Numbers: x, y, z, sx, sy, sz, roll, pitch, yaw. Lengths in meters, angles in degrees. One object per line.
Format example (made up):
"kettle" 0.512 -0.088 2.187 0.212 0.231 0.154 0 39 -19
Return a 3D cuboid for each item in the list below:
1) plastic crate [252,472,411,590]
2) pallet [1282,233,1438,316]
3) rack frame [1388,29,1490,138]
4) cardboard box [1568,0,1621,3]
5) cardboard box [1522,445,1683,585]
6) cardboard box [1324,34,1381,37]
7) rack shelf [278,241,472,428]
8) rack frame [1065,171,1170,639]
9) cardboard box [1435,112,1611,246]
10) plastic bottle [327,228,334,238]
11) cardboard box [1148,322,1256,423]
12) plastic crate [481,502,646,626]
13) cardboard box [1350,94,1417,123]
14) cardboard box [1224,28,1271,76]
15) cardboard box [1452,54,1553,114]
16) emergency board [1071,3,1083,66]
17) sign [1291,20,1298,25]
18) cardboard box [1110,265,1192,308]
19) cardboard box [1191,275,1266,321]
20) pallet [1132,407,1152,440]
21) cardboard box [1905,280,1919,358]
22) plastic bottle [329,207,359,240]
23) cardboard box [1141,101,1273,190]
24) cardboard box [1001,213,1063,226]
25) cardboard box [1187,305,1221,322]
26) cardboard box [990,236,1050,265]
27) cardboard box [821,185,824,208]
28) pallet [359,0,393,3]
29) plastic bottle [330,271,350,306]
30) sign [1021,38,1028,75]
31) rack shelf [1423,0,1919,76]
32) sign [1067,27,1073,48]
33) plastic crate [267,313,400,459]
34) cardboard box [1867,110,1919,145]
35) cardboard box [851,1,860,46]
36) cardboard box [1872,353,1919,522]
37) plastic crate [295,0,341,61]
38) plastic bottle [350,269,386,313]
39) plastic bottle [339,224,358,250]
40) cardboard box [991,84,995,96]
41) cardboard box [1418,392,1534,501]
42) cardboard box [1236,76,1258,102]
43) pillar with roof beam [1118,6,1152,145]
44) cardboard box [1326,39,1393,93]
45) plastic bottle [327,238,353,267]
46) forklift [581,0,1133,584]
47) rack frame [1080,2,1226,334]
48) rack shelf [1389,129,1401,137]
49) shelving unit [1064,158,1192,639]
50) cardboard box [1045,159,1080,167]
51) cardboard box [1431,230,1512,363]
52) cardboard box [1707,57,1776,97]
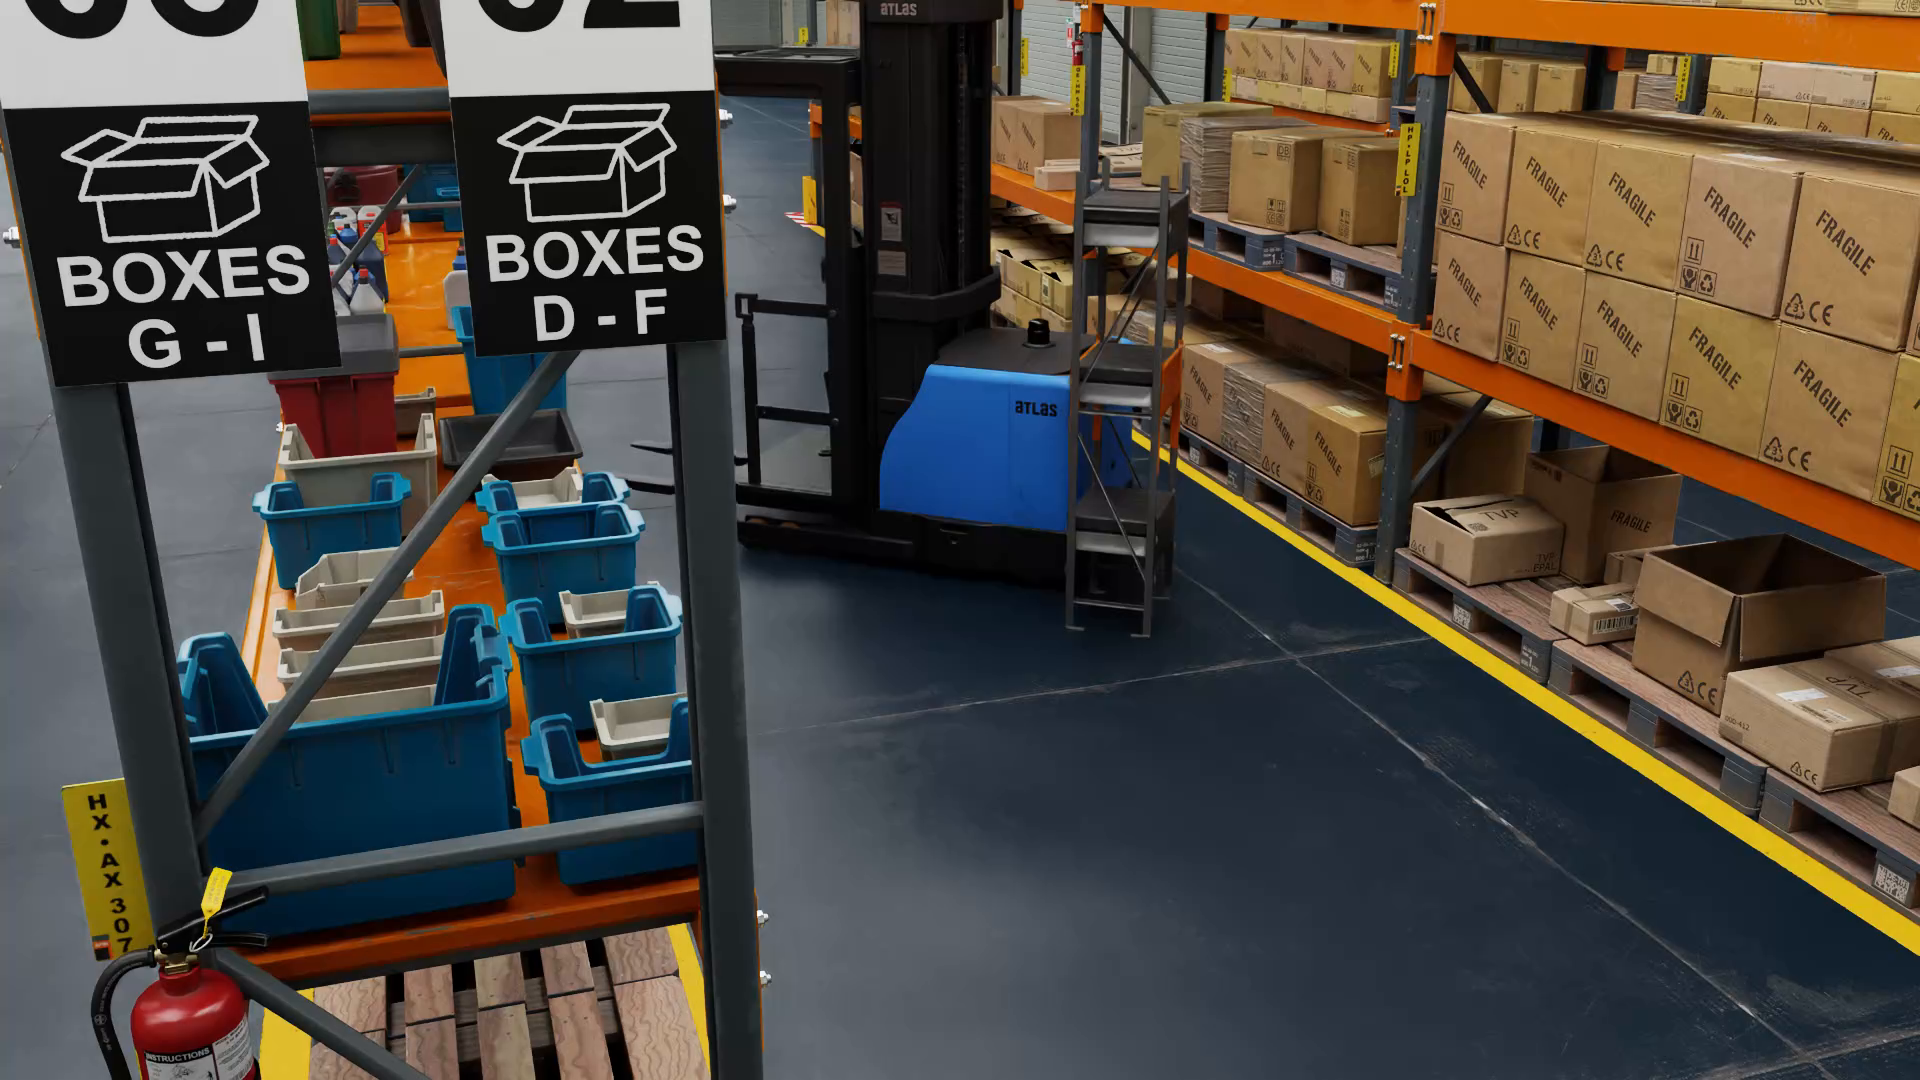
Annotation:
"plastic crate" -1.761 -0.025 4.709 0.416 0.233 0.300 -6 21 -17
"pallet" 2.427 -1.431 8.746 1.003 0.211 1.213 -6 21 -17
"rack frame" 4.761 -4.348 16.583 1.000 3.000 0.127 -6 21 -17
"cardboard box" 2.645 -2.251 6.530 0.500 0.250 0.500 -6 21 -17
"cardboard box" 3.022 -0.131 7.890 0.500 0.500 0.500 -6 21 -17
"cardboard box" 4.327 -5.305 18.331 0.500 0.500 0.500 -6 21 -16
"rack shelf" -2.758 -1.031 8.414 1.077 0.370 4.000 -6 21 -17
"rack frame" 0.684 -0.555 7.355 0.400 2.100 0.015 6 21 17
"cardboard box" 2.455 -1.589 7.277 0.500 0.500 0.500 -6 21 -16
"plastic bottle" -3.341 -1.513 8.864 0.061 0.283 0.133 -6 21 -17
"cardboard box" 1.511 -1.062 10.482 0.500 0.500 0.500 -7 21 -18
"plastic crate" -1.051 0.070 4.444 0.416 0.233 0.300 -6 21 -17
"cardboard box" 4.324 -4.406 16.939 0.500 0.250 0.500 -6 21 -17
"cardboard box" 3.369 -5.738 19.537 0.500 0.500 0.500 -6 21 -17
"cardboard box" 5.057 -4.255 15.526 0.700 0.500 0.500 -4 20 -12
"emergency board" 1.919 -8.221 27.367 0.194 1.169 0.643 -6 21 -17
"sign" 4.037 -6.377 20.054 0.100 0.325 0.005 -6 21 -17
"cardboard box" 1.431 -1.903 12.395 0.500 0.311 0.500 -6 21 -15
"cardboard box" 1.855 -1.627 10.947 0.500 0.250 0.500 -6 20 -15
"pallet" 1.516 -0.980 11.334 1.003 0.211 1.213 -6 21 -17
"cardboard box" 3.271 -0.762 4.975 0.500 0.500 0.500 -6 21 -16
"plastic bottle" -3.558 -1.780 9.618 0.152 0.276 0.135 -6 21 -17
"cardboard box" 1.622 -2.591 10.924 0.700 0.500 0.500 -15 24 -35
"cardboard box" 0.629 -2.722 14.674 0.500 0.311 0.500 -6 21 -16
"cardboard box" 1.834 -1.292 11.123 0.500 0.500 0.500 -6 20 -15
"cardboard box" 0.437 -2.335 13.598 0.500 0.311 0.500 -6 21 -16
"cardboard box" -1.240 -3.812 18.537 0.500 0.250 0.500 -6 21 -17
"pallet" -2.469 -2.292 6.702 1.213 0.211 1.003 -6 21 -17
"plastic bottle" -2.787 -1.024 7.403 0.144 0.351 0.185 -6 21 -17
"sign" 0.572 -4.389 15.102 0.100 0.325 0.005 -6 21 -17
"rack shelf" 3.203 -1.684 5.795 1.077 0.370 4.000 -6 21 -17
"sign" 1.843 -8.426 27.886 0.001 0.329 0.234 -6 21 -17
"plastic crate" -2.087 -0.473 5.612 0.402 0.464 0.583 -6 21 -17
"cardboard box" 6.410 -2.583 11.052 0.500 0.500 0.500 -6 21 -16
"cardboard box" -0.717 -5.263 17.066 0.700 0.500 0.500 -6 21 -17
"cardboard box" 3.266 -0.297 5.159 0.500 0.500 0.500 -6 21 -17
"plastic crate" -1.453 -1.042 3.257 0.450 0.188 0.336 -6 21 -17
"plastic bottle" -2.650 -1.039 7.446 0.144 0.351 0.185 -6 21 -17
"plastic bottle" -3.344 -1.595 9.111 0.097 0.271 0.097 0 20 0
"cardboard box" -0.086 -4.009 15.492 0.700 0.500 0.500 -7 21 -19
"cardboard box" 2.653 -0.465 8.820 0.500 0.500 0.500 -7 21 -20
"cardboard box" 3.533 -5.215 19.189 0.500 0.250 0.500 -7 21 -19
"pillar with roof beam" -1.428 -9.790 22.861 9.100 9.000 0.400 -6 21 -17
"cardboard box" 4.157 -4.918 17.254 0.500 0.500 0.500 -7 21 -18
"plastic bottle" -3.075 -1.318 8.222 0.144 0.351 0.185 -6 21 -17
"forklift" -0.644 -1.461 8.648 3.031 2.935 1.130 8 21 20
"rack frame" 1.317 -2.536 11.541 1.000 3.000 0.127 -6 21 -17
"rack shelf" 5.390 -3.367 14.918 1.077 0.370 4.000 -6 21 -17
"shelving unit" 0.759 -0.634 7.574 0.431 2.100 0.503 6 21 17
"cardboard box" 0.863 -2.821 12.706 0.380 0.149 0.250 -5 20 -13
"cardboard box" 2.476 -1.107 7.414 0.500 0.500 0.500 -6 21 -16
"cardboard box" 5.925 -3.431 12.305 0.500 0.250 0.500 -6 21 -16
